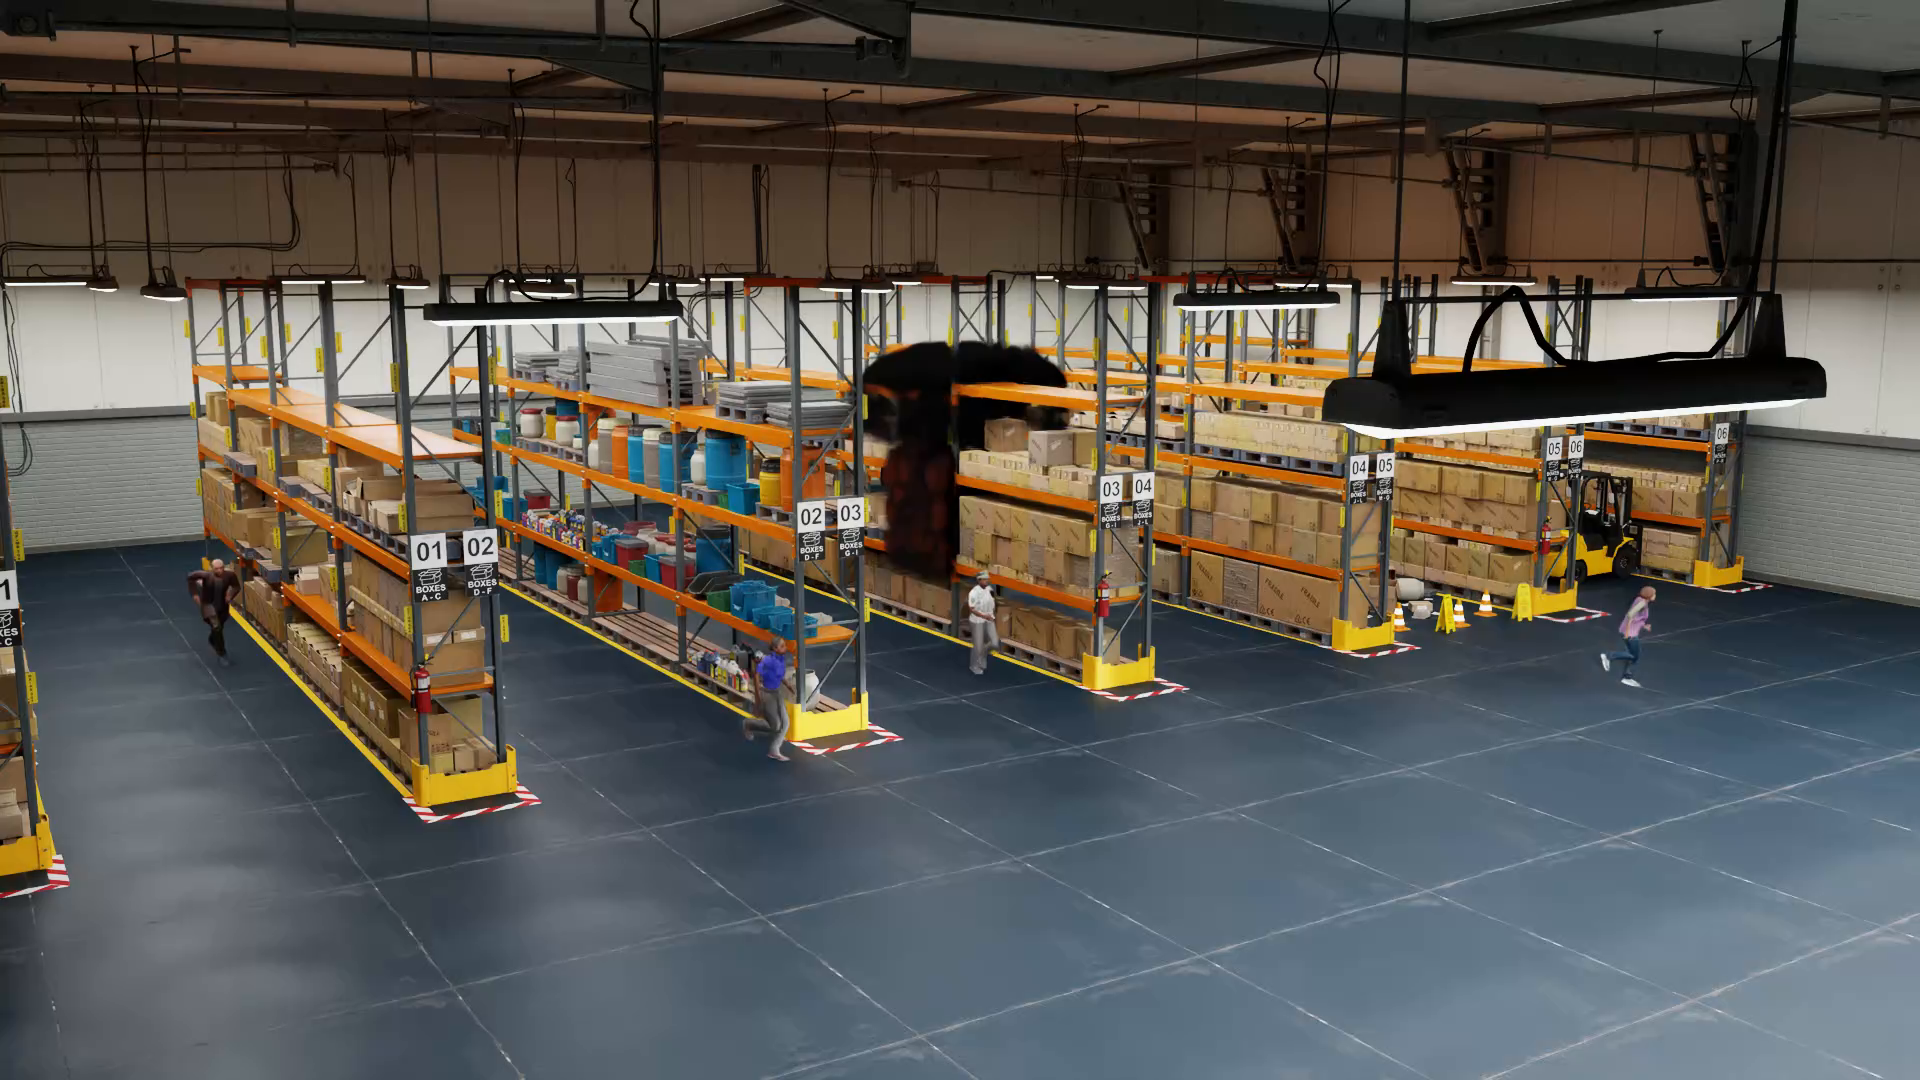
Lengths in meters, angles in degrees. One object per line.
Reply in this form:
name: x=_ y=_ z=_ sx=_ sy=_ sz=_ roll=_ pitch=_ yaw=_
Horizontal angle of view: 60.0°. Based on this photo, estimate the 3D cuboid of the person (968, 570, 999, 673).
person: x=0.379 y=1.256 z=25.555 sx=0.551 sy=1.648 sz=0.664 roll=-6 pitch=11 yaw=-33

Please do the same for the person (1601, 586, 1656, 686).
person: x=10.056 y=1.433 z=25.032 sx=0.714 sy=1.537 sz=0.533 roll=2 pitch=10 yaw=13

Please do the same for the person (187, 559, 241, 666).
person: x=-11.884 y=1.110 z=26.502 sx=0.752 sy=1.744 sz=1.057 roll=-7 pitch=12 yaw=-35

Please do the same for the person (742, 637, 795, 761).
person: x=-2.457 y=2.027 z=21.289 sx=0.676 sy=1.616 sz=0.605 roll=3 pitch=10 yaw=19
